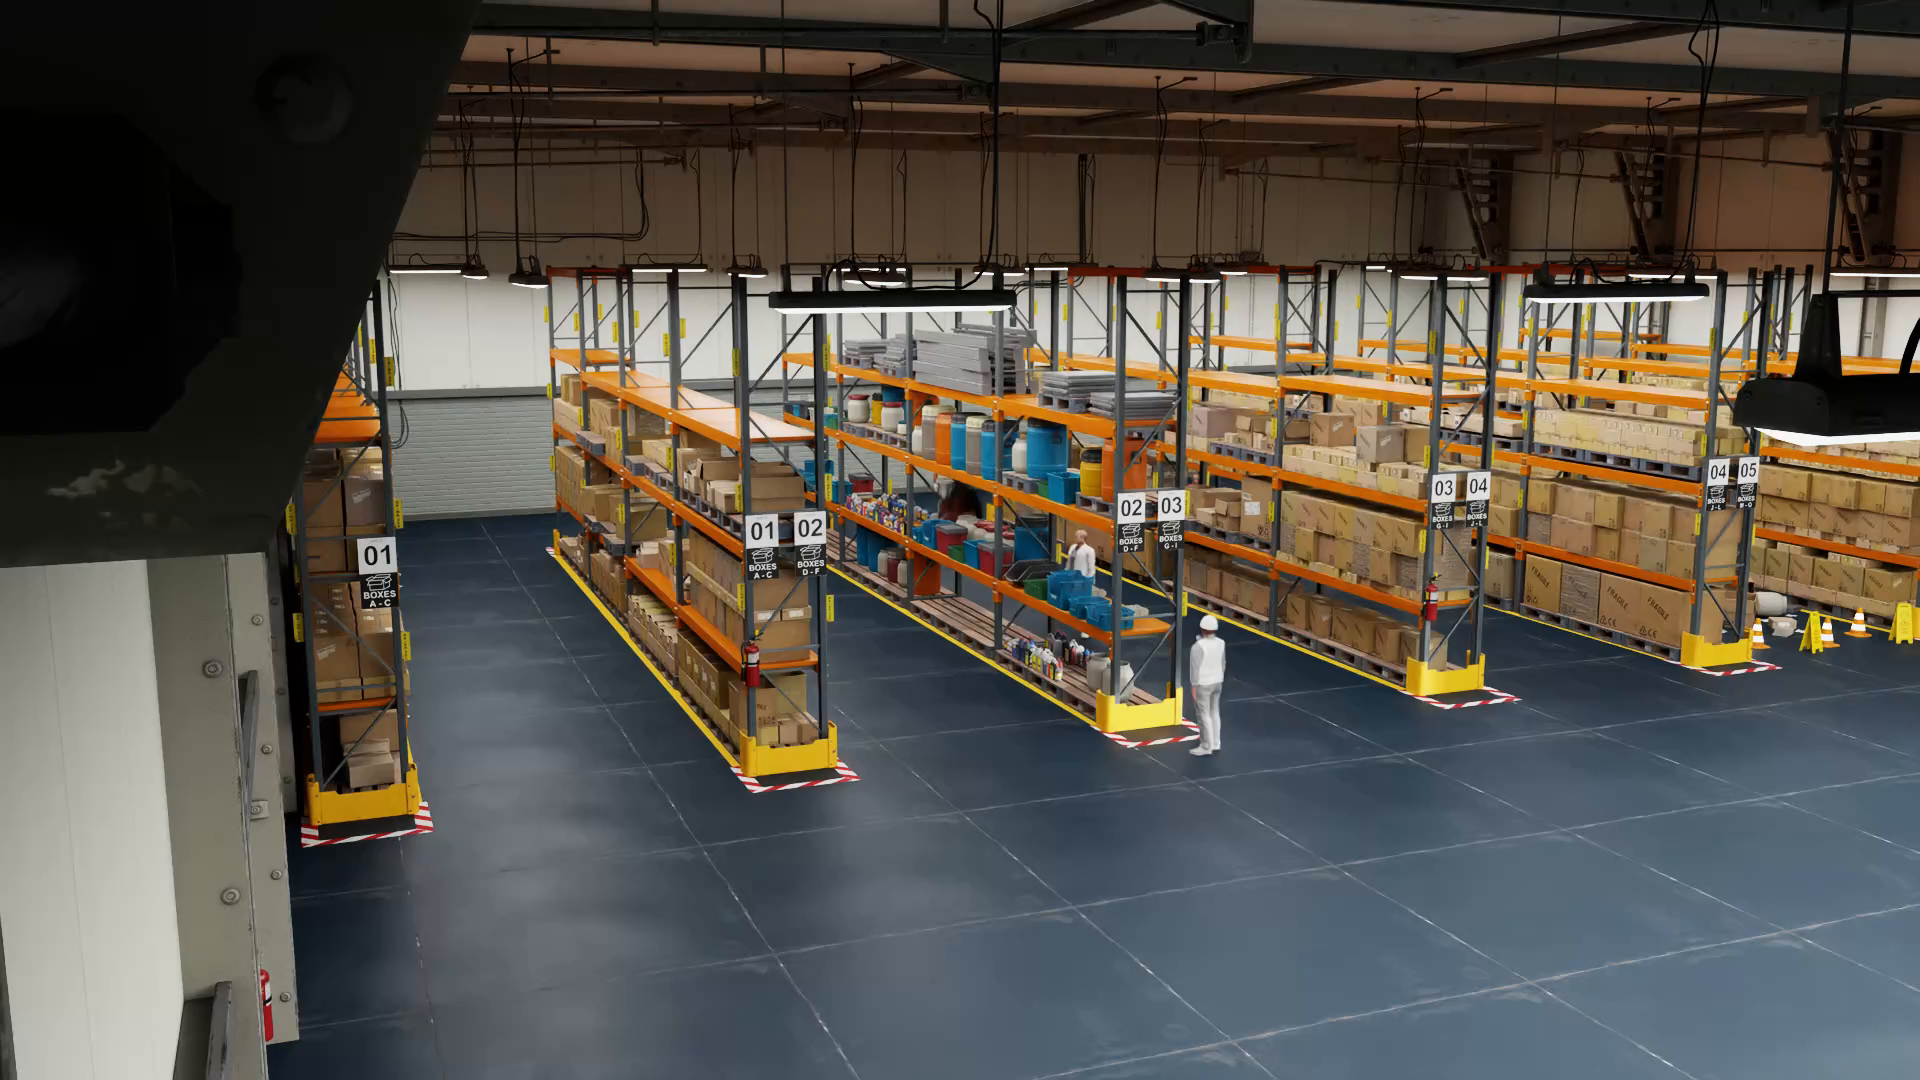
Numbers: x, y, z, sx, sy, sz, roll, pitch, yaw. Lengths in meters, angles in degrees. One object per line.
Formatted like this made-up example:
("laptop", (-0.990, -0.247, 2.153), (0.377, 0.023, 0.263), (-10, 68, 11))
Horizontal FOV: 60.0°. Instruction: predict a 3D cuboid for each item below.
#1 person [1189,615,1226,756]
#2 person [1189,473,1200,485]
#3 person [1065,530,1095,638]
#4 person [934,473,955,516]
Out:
("person", (3.124, 1.832, 21.076), (0.549, 1.806, 0.390), (-7, 12, -37))
("person", (4.948, -0.589, 35.084), (0.573, 1.683, 0.857), (-5, 11, -24))
("person", (1.932, 0.717, 27.331), (0.676, 1.772, 0.526), (10, 14, 44))
("person", (-0.304, -1.294, 38.923), (0.481, 1.809, 0.571), (8, 13, 38))
